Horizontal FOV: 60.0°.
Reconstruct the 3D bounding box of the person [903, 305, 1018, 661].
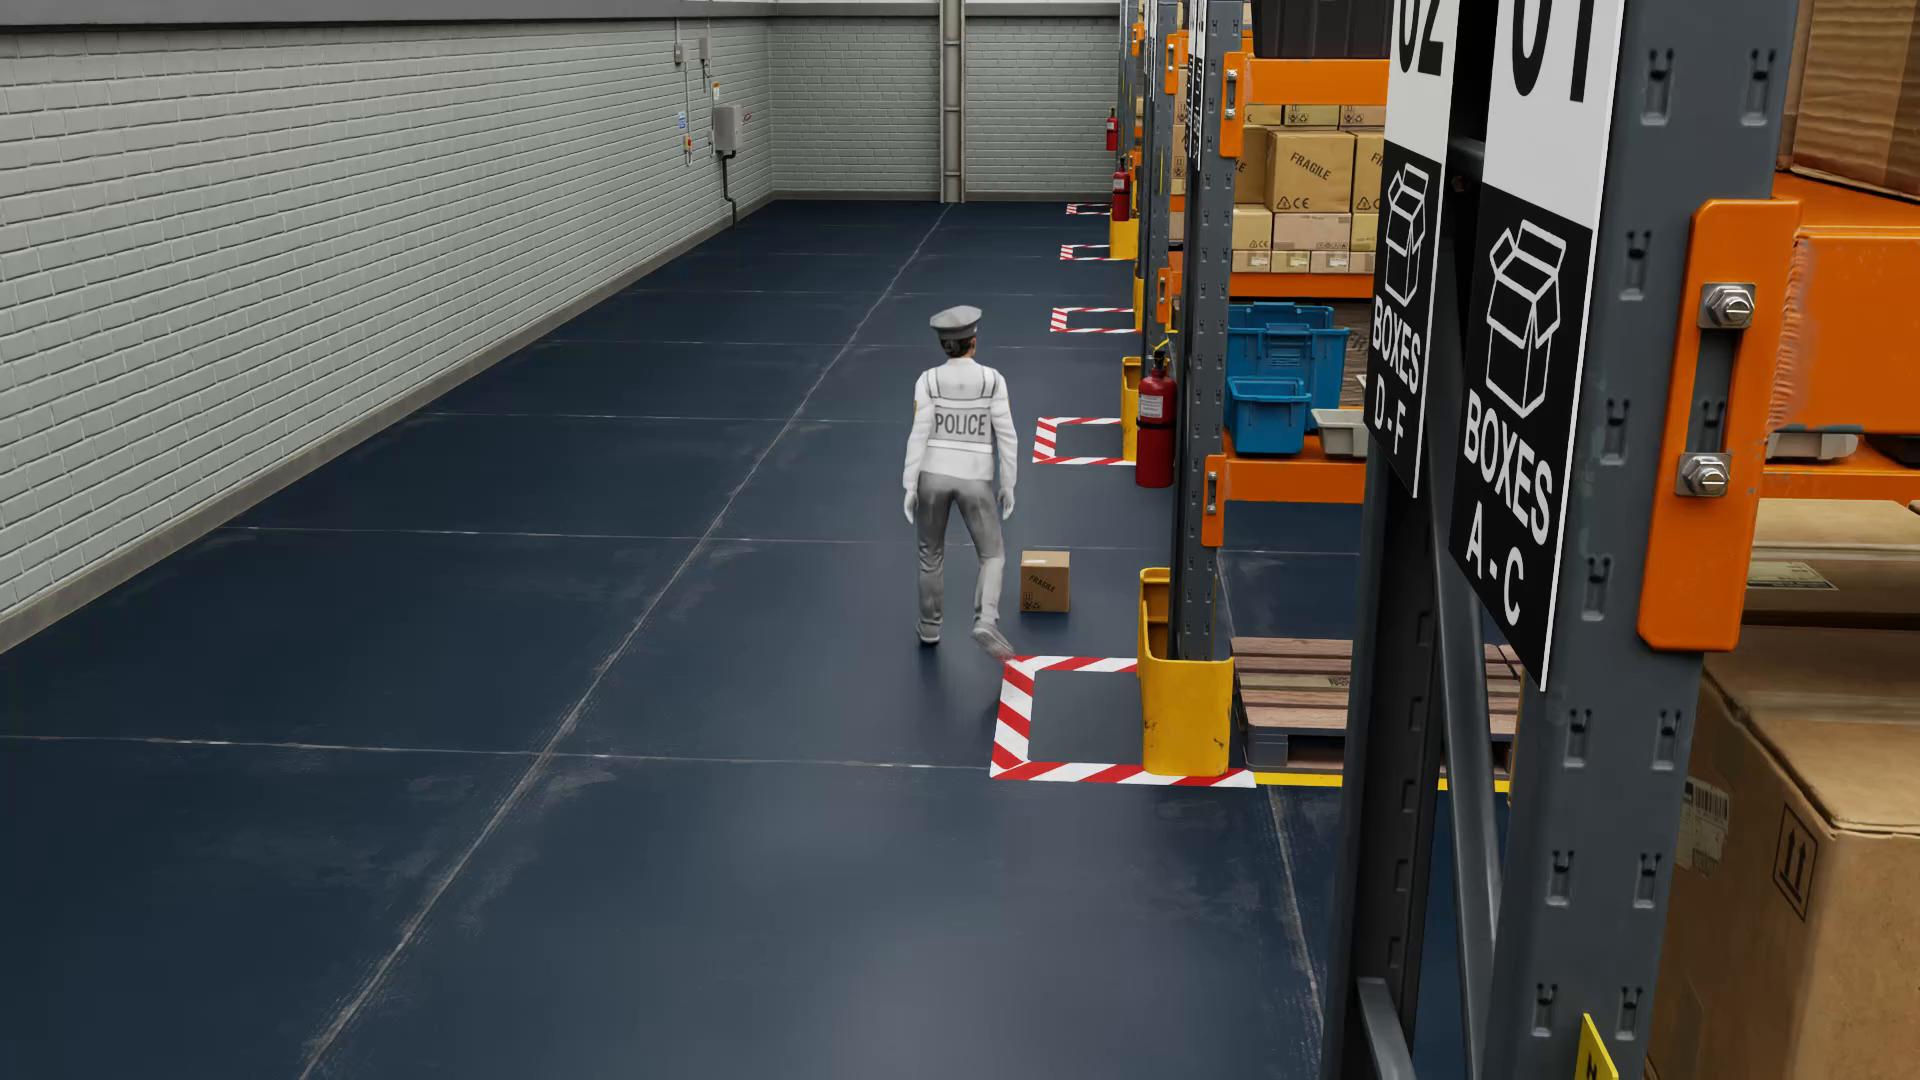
[{"bbox_3d":[0.001,-0.239,7.783,0.538,1.641,0.796,0,18,-1],"label":"person"}]
